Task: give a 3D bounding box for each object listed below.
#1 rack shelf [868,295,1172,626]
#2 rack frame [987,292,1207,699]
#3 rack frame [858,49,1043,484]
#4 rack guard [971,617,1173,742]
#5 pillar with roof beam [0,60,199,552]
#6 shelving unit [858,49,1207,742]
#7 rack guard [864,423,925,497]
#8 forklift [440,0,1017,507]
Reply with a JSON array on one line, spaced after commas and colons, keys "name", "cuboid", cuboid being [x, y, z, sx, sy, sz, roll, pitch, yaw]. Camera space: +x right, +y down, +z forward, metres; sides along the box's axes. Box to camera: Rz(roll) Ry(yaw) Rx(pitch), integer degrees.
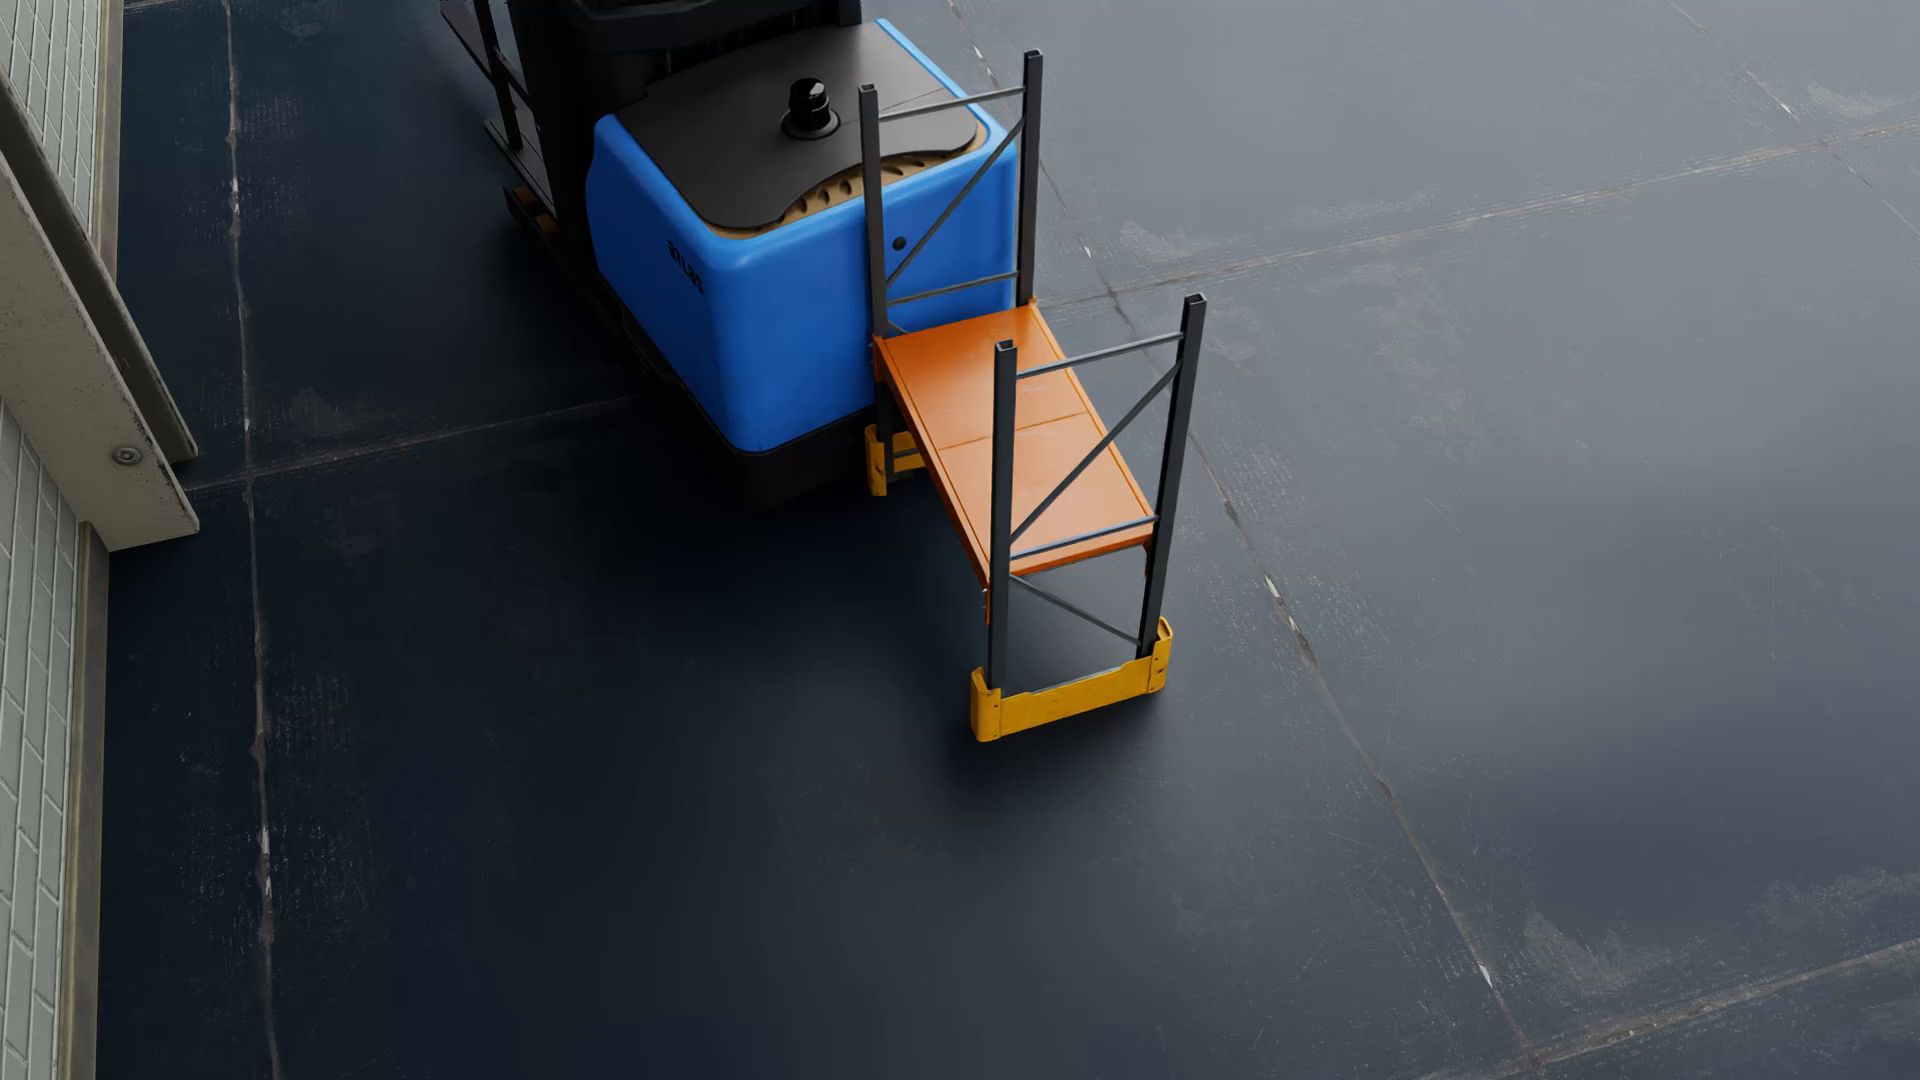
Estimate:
[{"name": "rack shelf", "cuboid": [0.147, -0.254, 4.719, 0.538, 0.185, 1.000, -15, 52, -12]}, {"name": "rack frame", "cuboid": [0.317, -0.004, 4.272, 0.500, 1.500, 0.032, -15, 52, -12]}, {"name": "rack frame", "cuboid": [-0.022, -0.737, 4.890, 0.500, 1.500, 0.032, -15, 52, -12]}, {"name": "rack guard", "cuboid": [0.316, 0.398, 4.751, 0.587, 0.250, 0.087, -15, 52, -12]}, {"name": "pillar with roof beam", "cuboid": [1.494, -4.008, 2.743, 9.100, 9.000, 0.400, -13, 51, -11]}, {"name": "shelving unit", "cuboid": [0.150, -0.364, 4.576, 0.587, 1.500, 1.083, -15, 52, -12]}, {"name": "rack guard", "cuboid": [-0.015, -0.320, 5.356, 0.587, 0.250, 0.087, -15, 52, -12]}, {"name": "forklift", "cuboid": [-1.034, -2.161, 5.155, 1.130, 2.935, 3.031, -26, 55, -20]}]
